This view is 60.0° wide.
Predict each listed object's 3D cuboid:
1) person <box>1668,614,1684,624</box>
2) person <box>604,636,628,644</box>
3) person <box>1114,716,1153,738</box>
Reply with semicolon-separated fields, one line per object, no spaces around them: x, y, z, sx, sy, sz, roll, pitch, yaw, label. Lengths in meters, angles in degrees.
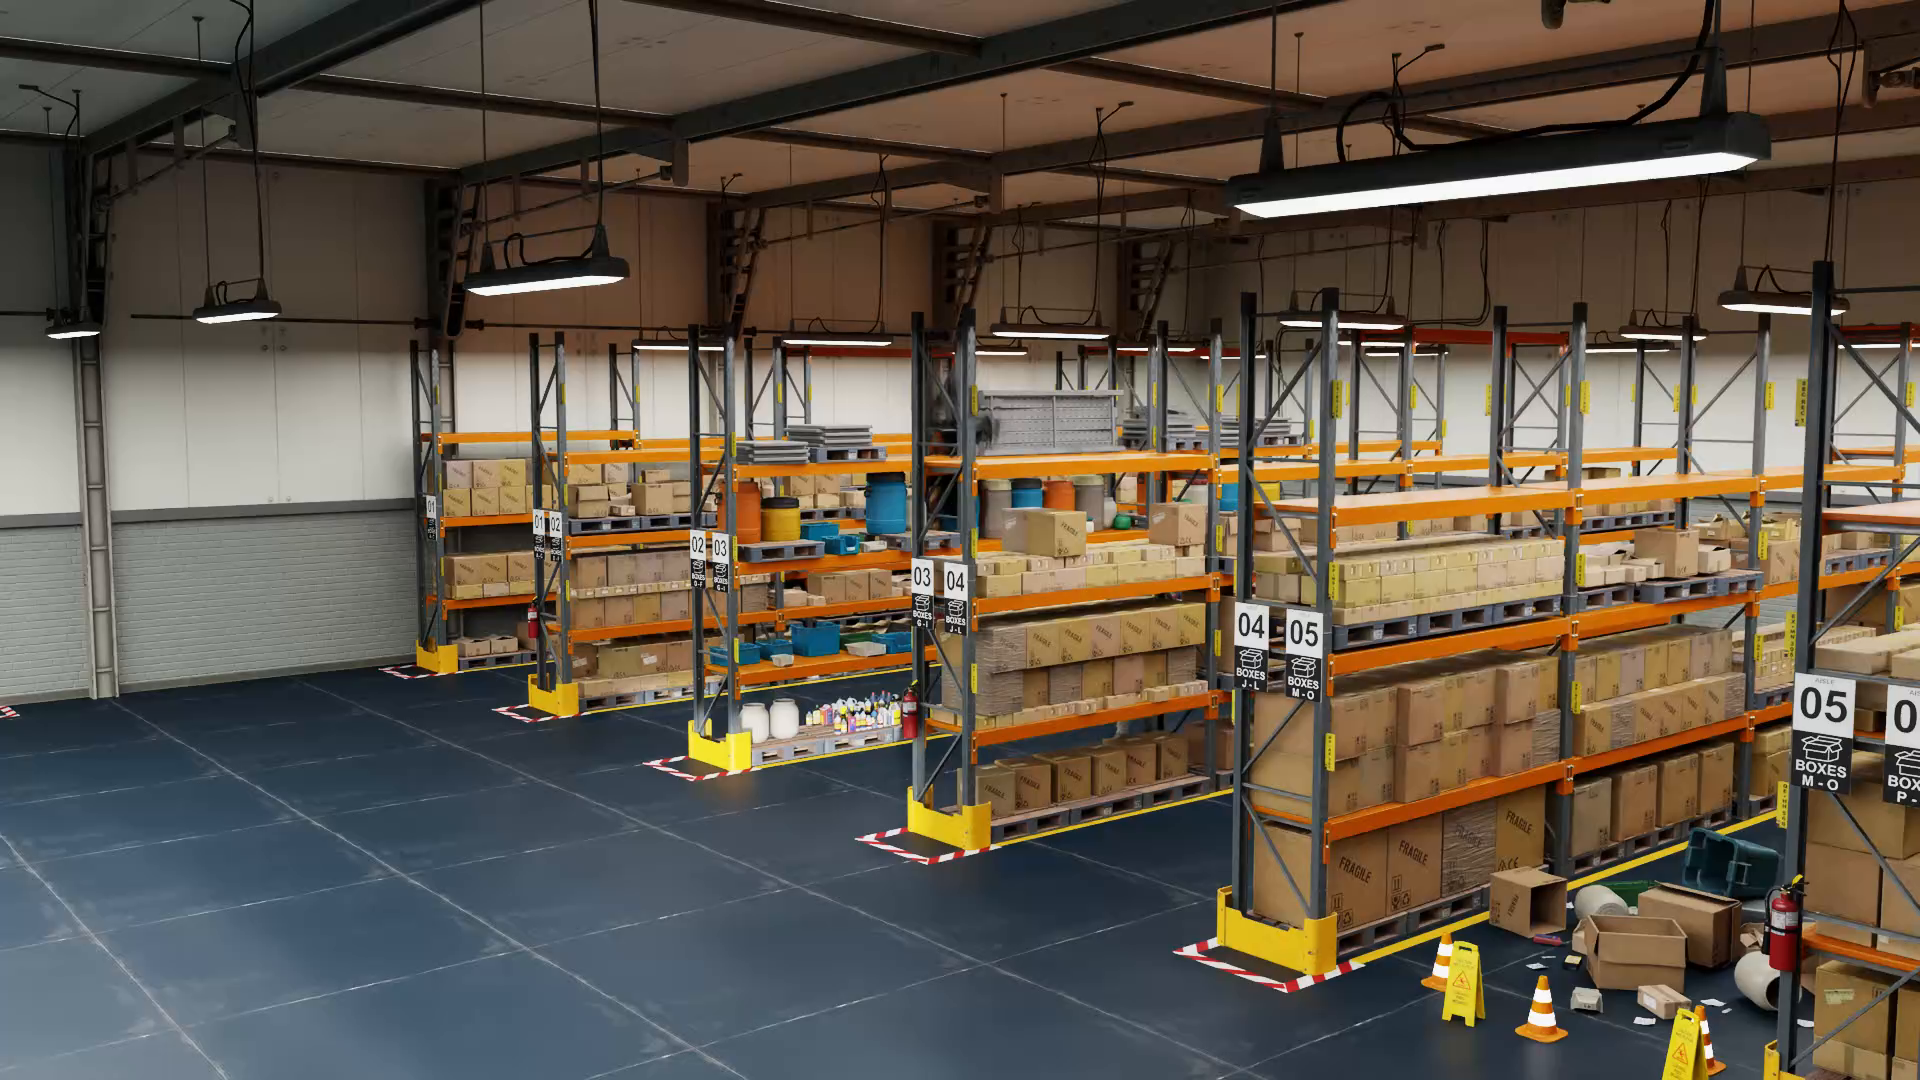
11.086;1.945;25.817;0.726;1.740;0.590;-5;7;-42;person
-6.013;1.617;29.284;0.576;1.749;0.719;4;7;38;person
2.320;1.898;22.808;0.765;1.825;0.672;-4;7;-39;person
